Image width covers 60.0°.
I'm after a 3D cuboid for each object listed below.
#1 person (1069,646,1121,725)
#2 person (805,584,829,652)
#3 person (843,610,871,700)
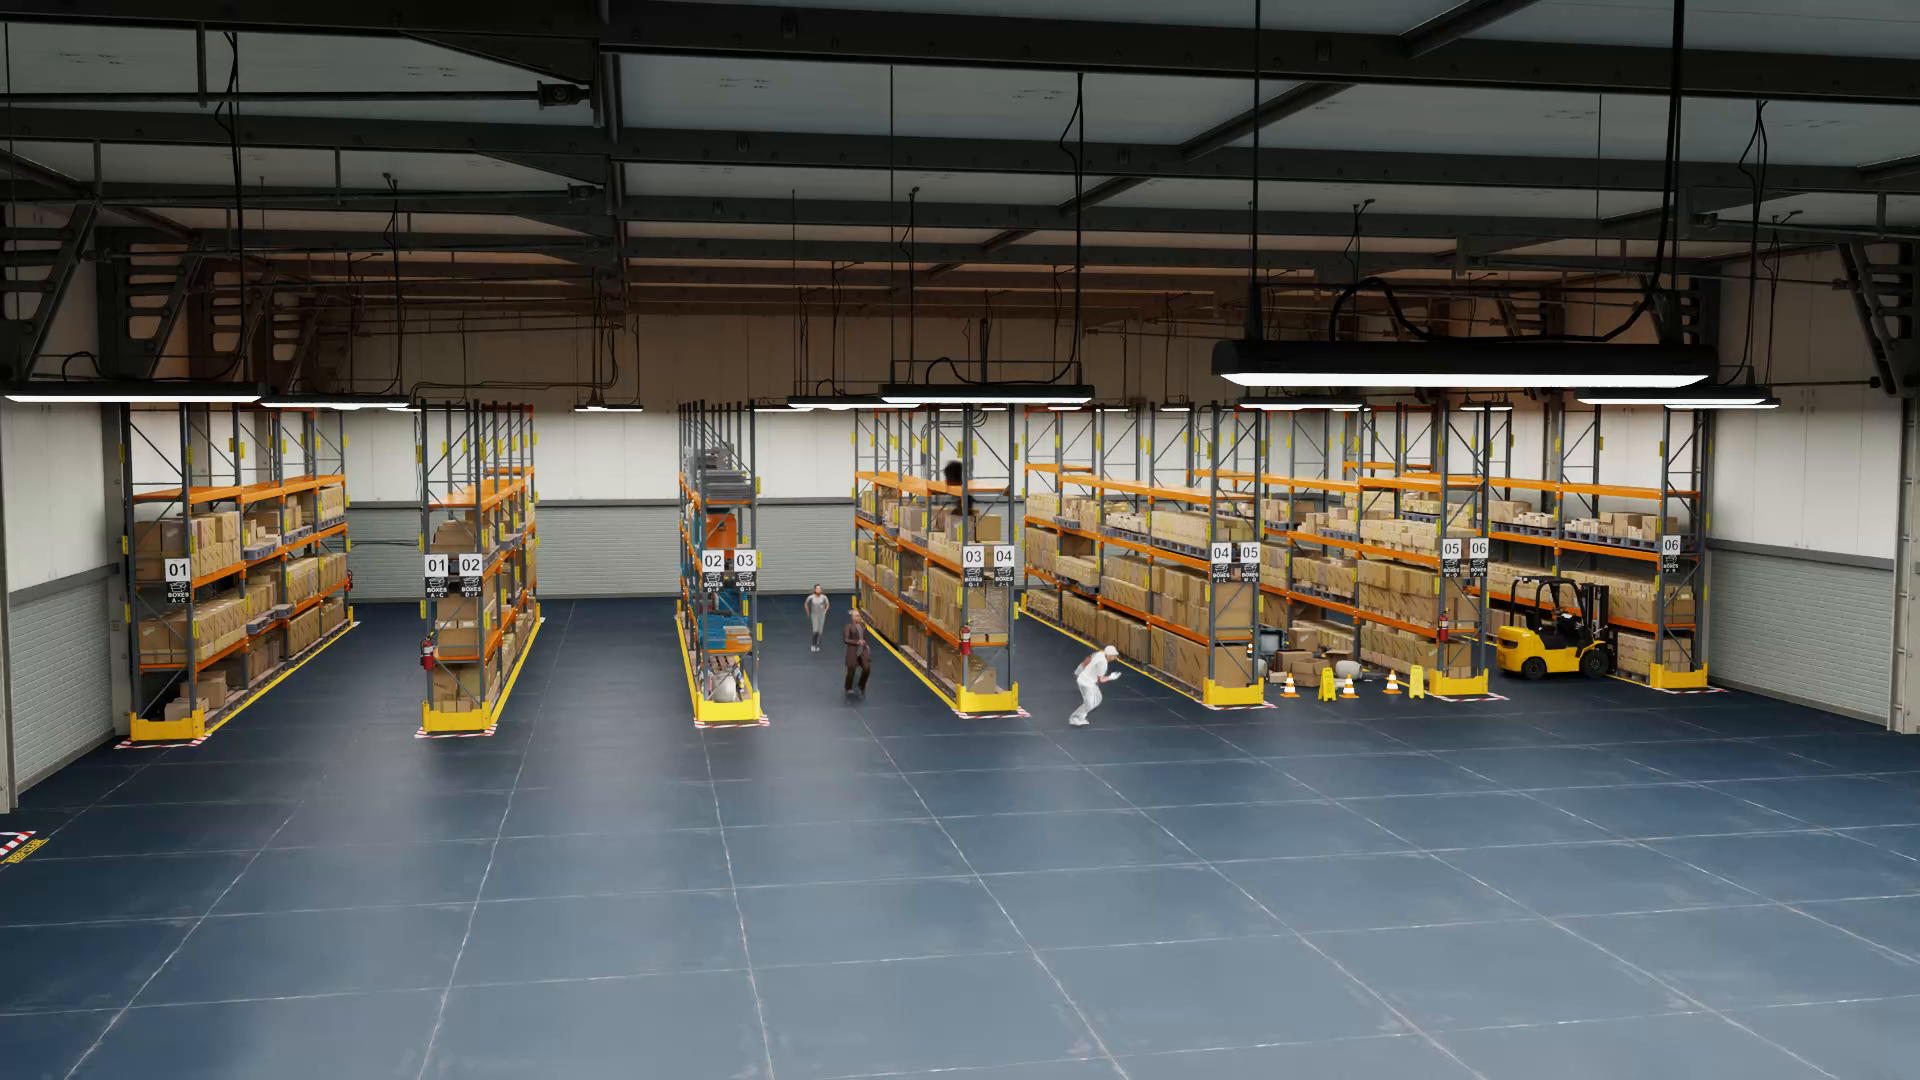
[{"bbox_3d":[2.468,2.672,30.467,0.968,1.514,0.667,1,4,11],"label":"person"},{"bbox_3d":[-3.416,1.879,39.988,0.571,1.648,0.634,-1,4,-16],"label":"person"},{"bbox_3d":[-2.079,2.316,33.495,0.658,1.810,0.882,-2,5,-30],"label":"person"}]
